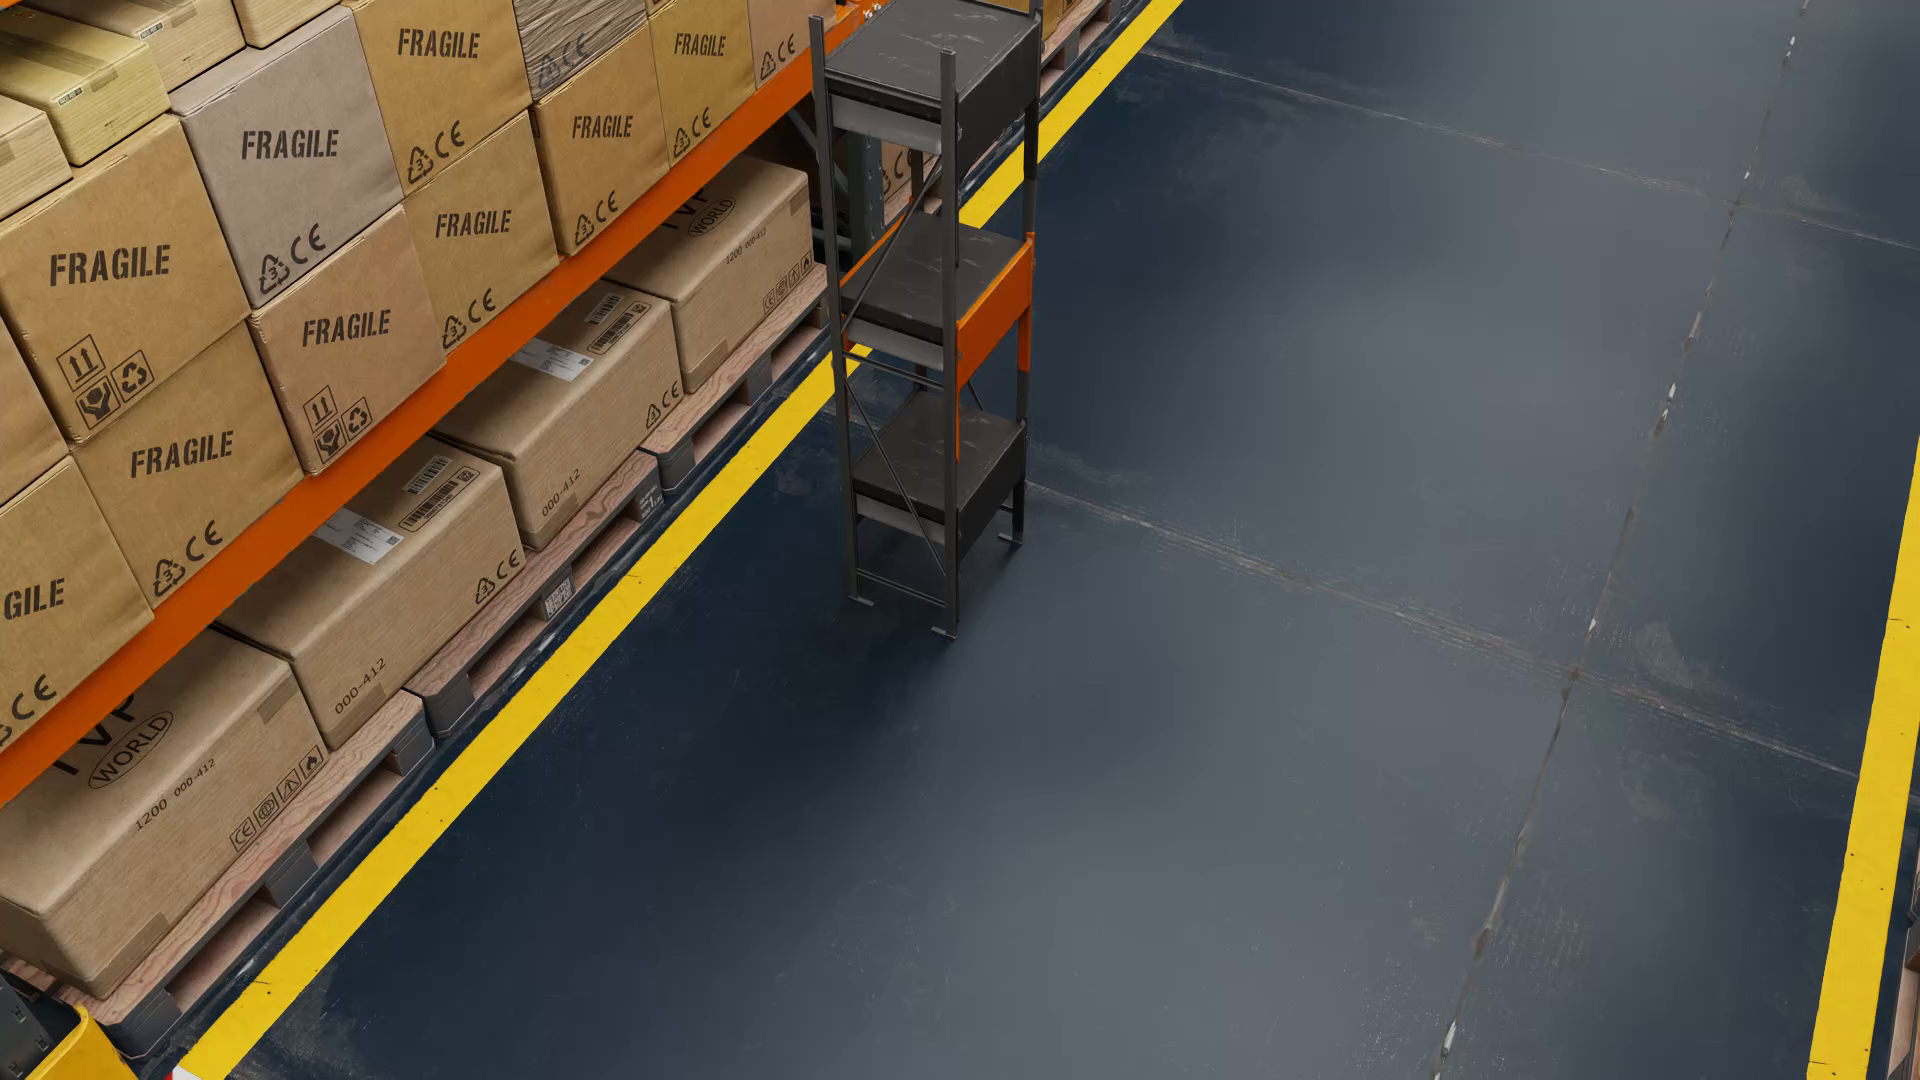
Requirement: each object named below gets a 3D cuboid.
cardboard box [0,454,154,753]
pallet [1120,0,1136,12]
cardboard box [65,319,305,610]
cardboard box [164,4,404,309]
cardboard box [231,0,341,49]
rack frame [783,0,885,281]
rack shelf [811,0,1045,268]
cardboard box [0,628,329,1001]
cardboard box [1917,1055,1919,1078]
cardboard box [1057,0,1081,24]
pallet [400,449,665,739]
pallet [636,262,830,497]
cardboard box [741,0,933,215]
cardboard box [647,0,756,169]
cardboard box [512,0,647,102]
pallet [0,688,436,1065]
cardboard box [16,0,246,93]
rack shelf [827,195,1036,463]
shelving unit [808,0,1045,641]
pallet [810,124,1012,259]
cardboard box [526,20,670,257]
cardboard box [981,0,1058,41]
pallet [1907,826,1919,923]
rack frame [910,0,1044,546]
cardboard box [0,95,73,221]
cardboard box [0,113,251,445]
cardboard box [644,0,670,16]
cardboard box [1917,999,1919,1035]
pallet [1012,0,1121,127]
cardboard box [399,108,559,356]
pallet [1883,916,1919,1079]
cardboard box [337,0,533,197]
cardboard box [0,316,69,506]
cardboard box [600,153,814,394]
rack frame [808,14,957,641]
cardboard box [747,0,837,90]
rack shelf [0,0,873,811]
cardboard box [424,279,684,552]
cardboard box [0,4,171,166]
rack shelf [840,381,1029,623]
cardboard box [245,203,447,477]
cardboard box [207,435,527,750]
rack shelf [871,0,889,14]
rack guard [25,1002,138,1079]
[{"bbox_3d":[-2.144,0.079,3.492,0.500,0.500,0.500,20,49,19],"label":"cardboard box"},{"bbox_3d":[0.660,-3.266,8.829,1.003,0.211,1.213,20,49,19],"label":"pallet"},{"bbox_3d":[-1.934,-0.249,3.816,0.500,0.500,0.500,20,49,19],"label":"cardboard box"},{"bbox_3d":[-1.680,-0.928,3.784,0.500,0.500,0.500,20,49,19],"label":"cardboard box"},{"bbox_3d":[-1.596,-1.237,3.634,0.380,0.149,0.250,21,49,19],"label":"cardboard box"},{"bbox_3d":[-0.764,-2.198,5.813,1.000,3.000,0.127,20,49,19],"label":"rack frame"},{"bbox_3d":[-0.077,-1.116,4.412,0.431,0.518,0.480,20,49,19],"label":"rack shelf"},{"bbox_3d":[-2.403,0.626,4.528,0.875,0.438,0.875,19,48,18],"label":"cardboard box"},{"bbox_3d":[2.510,1.220,3.936,0.380,0.149,0.250,21,49,19],"label":"cardboard box"},{"bbox_3d":[0.281,-3.150,7.953,0.875,0.875,0.875,21,49,20],"label":"cardboard box"},{"bbox_3d":[-1.752,0.007,5.595,1.003,0.211,1.213,20,49,19],"label":"pallet"},{"bbox_3d":[-1.187,-0.764,6.357,1.003,0.211,1.213,20,49,19],"label":"pallet"},{"bbox_3d":[-0.547,-2.016,6.832,0.875,0.875,0.875,22,49,20],"label":"cardboard box"},{"bbox_3d":[-0.987,-1.530,5.083,0.500,0.500,0.500,19,48,18],"label":"cardboard box"},{"bbox_3d":[-1.209,-1.555,4.405,0.500,0.500,0.500,21,49,20],"label":"cardboard box"},{"bbox_3d":[-2.319,0.773,4.838,1.003,0.211,1.213,20,49,19],"label":"pallet"},{"bbox_3d":[-1.749,-1.094,3.493,0.380,0.149,0.250,21,49,19],"label":"cardboard box"},{"bbox_3d":[-0.077,-0.624,4.910,0.431,0.518,0.480,20,49,19],"label":"rack shelf"},{"bbox_3d":[-0.077,-0.634,4.900,0.431,2.100,0.503,20,49,19],"label":"shelving unit"},{"bbox_3d":[-0.473,-1.729,7.310,1.003,0.211,1.213,20,49,19],"label":"pallet"},{"bbox_3d":[-1.208,-1.209,4.765,0.500,0.500,0.500,20,49,18],"label":"cardboard box"},{"bbox_3d":[-0.135,-2.587,7.397,0.875,0.875,0.875,22,49,20],"label":"cardboard box"},{"bbox_3d":[3.387,0.788,4.823,1.003,0.211,1.213,20,49,19],"label":"pallet"},{"bbox_3d":[0.036,-0.788,5.052,0.400,2.100,0.015,20,49,19],"label":"rack frame"},{"bbox_3d":[-1.930,-0.739,3.142,0.380,0.149,0.250,22,49,20],"label":"cardboard box"},{"bbox_3d":[-1.912,-0.601,3.461,0.500,0.500,0.500,19,48,18],"label":"cardboard box"},{"bbox_3d":[-0.981,-1.879,4.725,0.500,0.500,0.500,20,49,18],"label":"cardboard box"},{"bbox_3d":[2.647,1.181,4.182,0.380,0.149,0.250,19,48,18],"label":"cardboard box"},{"bbox_3d":[0.092,-2.500,8.072,1.003,0.211,1.213,20,49,19],"label":"pallet"},{"bbox_3d":[-1.464,-0.884,4.445,0.500,0.500,0.500,22,49,20],"label":"cardboard box"},{"bbox_3d":[2.821,1.559,4.060,1.003,0.211,1.213,20,49,19],"label":"pallet"},{"bbox_3d":[-1.449,-1.242,4.095,0.500,0.500,0.500,21,49,19],"label":"cardboard box"},{"bbox_3d":[-2.146,-0.273,3.137,0.500,0.500,0.500,19,48,18],"label":"cardboard box"},{"bbox_3d":[-1.151,-1.085,6.219,0.875,0.438,0.875,20,49,19],"label":"cardboard box"},{"bbox_3d":[-0.190,-0.480,4.748,0.400,2.100,0.015,20,49,19],"label":"rack frame"},{"bbox_3d":[-0.753,-1.856,5.405,0.500,0.500,0.500,21,49,19],"label":"cardboard box"},{"bbox_3d":[-1.693,-0.685,4.824,1.077,0.370,4.000,20,49,19],"label":"rack shelf"},{"bbox_3d":[-1.566,-0.521,5.662,0.875,0.438,0.875,19,48,18],"label":"cardboard box"},{"bbox_3d":[-1.824,-0.911,3.312,0.380,0.149,0.250,19,48,18],"label":"cardboard box"},{"bbox_3d":[-0.077,-0.132,5.408,0.431,0.518,0.480,20,49,19],"label":"rack shelf"},{"bbox_3d":[-1.682,-0.563,4.127,0.500,0.500,0.500,20,49,19],"label":"cardboard box"},{"bbox_3d":[-1.986,0.047,5.101,0.875,0.438,0.875,22,49,20],"label":"cardboard box"},{"bbox_3d":[0.164,-3.205,7.314,1.077,0.370,4.000,20,49,19],"label":"rack shelf"},{"bbox_3d":[-2.632,1.216,4.197,1.175,0.500,0.348,20,49,19],"label":"rack guard"}]
